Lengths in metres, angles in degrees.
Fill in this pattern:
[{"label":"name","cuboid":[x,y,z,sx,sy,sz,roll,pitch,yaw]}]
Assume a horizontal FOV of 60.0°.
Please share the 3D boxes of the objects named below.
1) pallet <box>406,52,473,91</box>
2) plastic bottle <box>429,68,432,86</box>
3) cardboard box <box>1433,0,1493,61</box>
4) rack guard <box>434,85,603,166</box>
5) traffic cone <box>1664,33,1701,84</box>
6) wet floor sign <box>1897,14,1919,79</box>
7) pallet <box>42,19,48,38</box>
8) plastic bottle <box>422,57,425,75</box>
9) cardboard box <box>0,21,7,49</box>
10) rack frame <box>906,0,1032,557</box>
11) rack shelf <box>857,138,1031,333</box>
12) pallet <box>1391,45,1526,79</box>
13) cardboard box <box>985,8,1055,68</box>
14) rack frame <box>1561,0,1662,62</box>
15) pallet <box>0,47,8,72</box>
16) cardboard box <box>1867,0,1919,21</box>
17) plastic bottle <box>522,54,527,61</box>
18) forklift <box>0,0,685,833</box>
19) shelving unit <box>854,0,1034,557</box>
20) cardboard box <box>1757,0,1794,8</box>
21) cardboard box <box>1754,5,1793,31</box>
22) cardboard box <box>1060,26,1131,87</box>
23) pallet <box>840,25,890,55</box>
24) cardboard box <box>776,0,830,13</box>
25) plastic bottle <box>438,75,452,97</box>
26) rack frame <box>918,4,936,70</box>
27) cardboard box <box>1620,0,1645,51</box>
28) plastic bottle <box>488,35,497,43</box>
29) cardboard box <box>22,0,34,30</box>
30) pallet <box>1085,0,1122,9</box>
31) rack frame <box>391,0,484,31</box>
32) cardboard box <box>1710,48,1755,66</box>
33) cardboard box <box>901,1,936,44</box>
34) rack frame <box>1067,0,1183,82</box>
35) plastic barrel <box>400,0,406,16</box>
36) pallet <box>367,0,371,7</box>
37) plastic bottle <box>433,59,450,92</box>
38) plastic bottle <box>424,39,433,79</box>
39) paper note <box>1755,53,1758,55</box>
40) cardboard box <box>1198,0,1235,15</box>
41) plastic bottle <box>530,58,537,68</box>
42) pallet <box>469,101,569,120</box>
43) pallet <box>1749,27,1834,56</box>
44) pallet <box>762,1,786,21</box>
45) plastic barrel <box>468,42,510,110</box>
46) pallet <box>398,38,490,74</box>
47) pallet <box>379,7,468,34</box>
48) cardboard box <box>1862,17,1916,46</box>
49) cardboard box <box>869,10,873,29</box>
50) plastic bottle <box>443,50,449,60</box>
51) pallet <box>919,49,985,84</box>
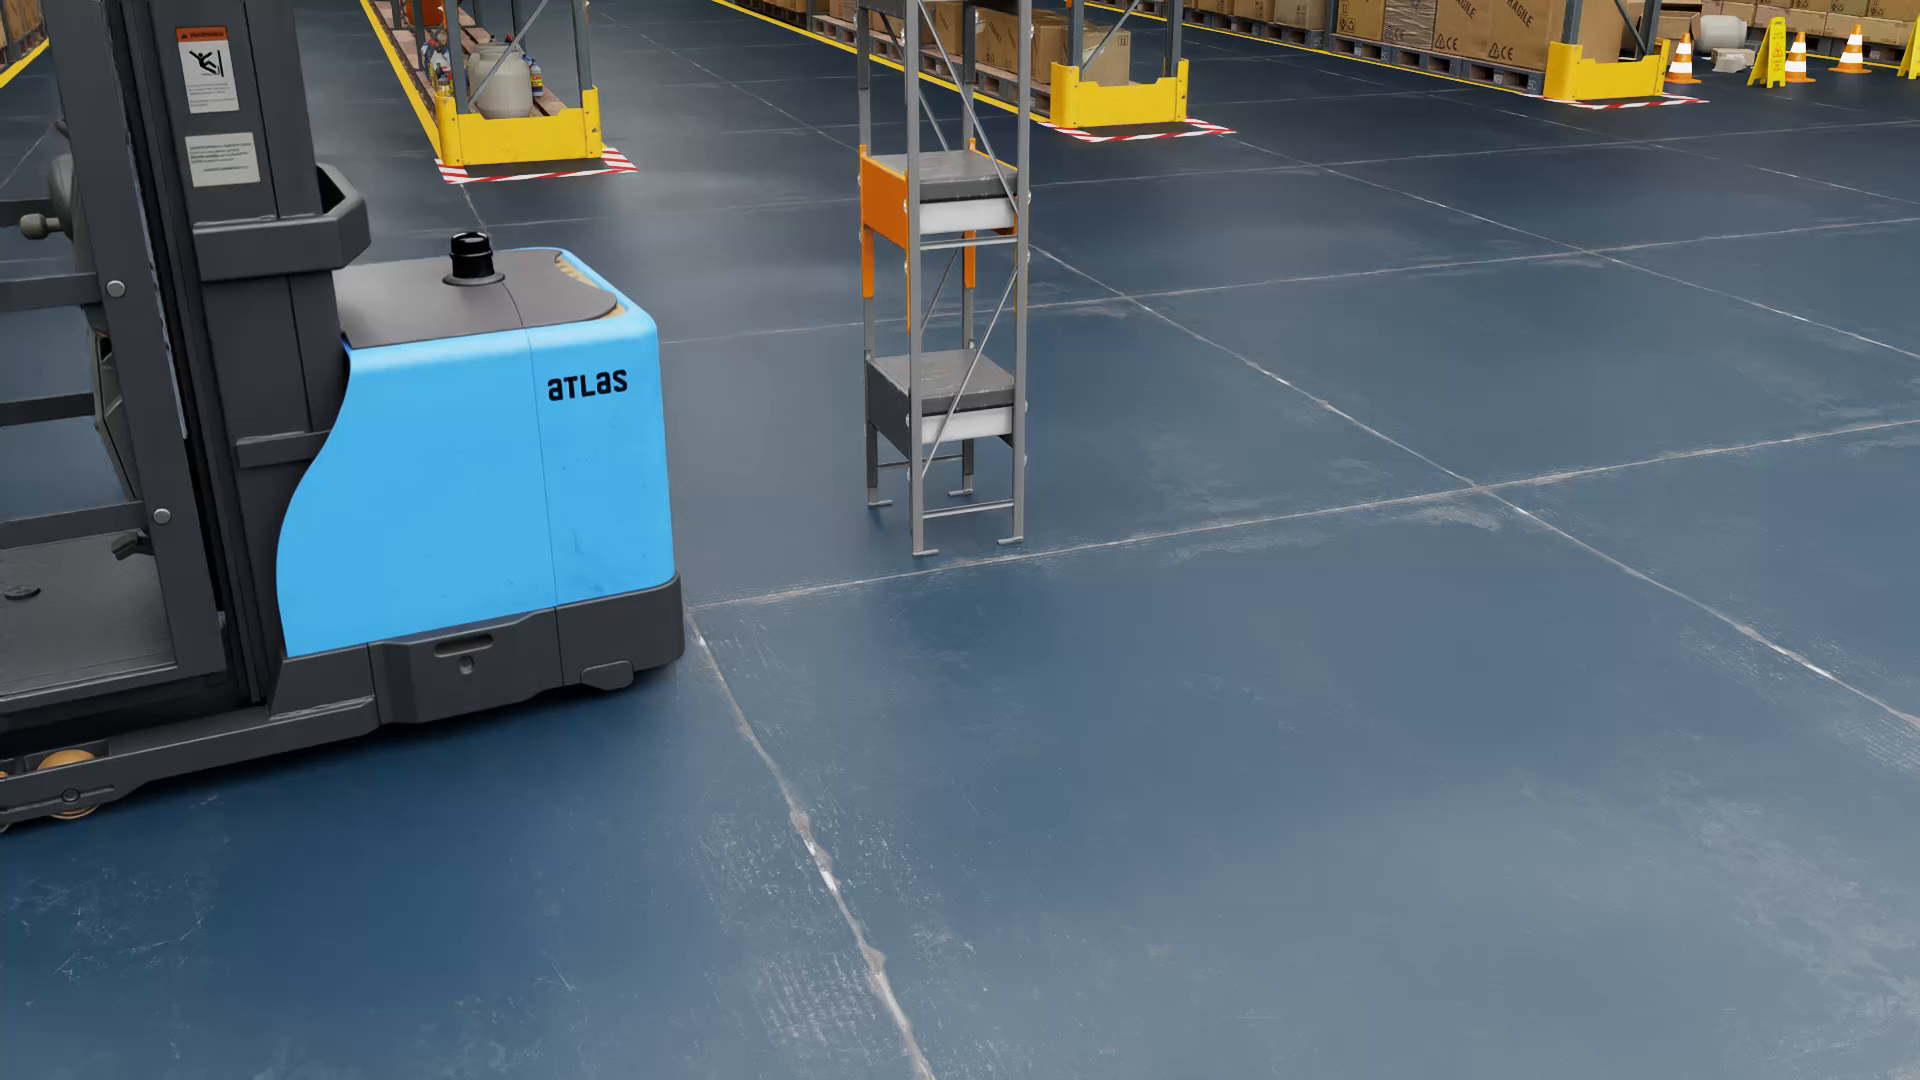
[{"label":"pallet","cuboid":[-4.977,-4.712,16.657,1.003,0.211,1.213,-8,24,-19]},{"label":"plastic bottle","cuboid":[-4.622,-4.105,14.664,0.097,0.201,0.097,0,23,0]},{"label":"cardboard box","cuboid":[5.445,-5.358,16.795,0.875,0.875,0.875,-9,24,-20]},{"label":"rack guard","cuboid":[-3.321,-3.133,12.539,1.175,0.500,0.348,-8,24,-19]},{"label":"traffic cone","cuboid":[7.200,-4.805,16.555,0.336,0.463,0.334,-8,24,-19]},{"label":"wet floor sign","cuboid":[9.720,-5.002,16.786,0.267,0.644,0.232,0,23,-1]},{"label":"pallet","cuboid":[-11.802,-6.370,20.591,1.003,0.211,1.213,-8,24,-19]},{"label":"plastic bottle","cuboid":[-4.925,-4.417,15.404,0.097,0.201,0.097,0,23,0]},{"label":"cardboard box","cuboid":[-10.298,-5.261,17.369,0.500,0.250,0.500,-8,24,-18]},{"label":"rack frame","cuboid":[0.028,-0.939,5.275,0.400,2.100,0.015,-8,24,-19]},{"label":"rack shelf","cuboid":[-0.058,-1.015,5.490,0.431,0.518,0.480,-8,24,-19]},{"label":"pallet","cuboid":[5.276,-5.024,17.398,1.003,0.211,1.213,-8,24,-19]},{"label":"cardboard box","cuboid":[0.576,-4.865,16.109,0.500,0.500,0.500,-11,25,-24]},{"label":"rack frame","cuboid":[6.059,-5.587,15.143,1.000,3.000,0.127,-8,24,-19]},{"label":"pallet","cuboid":[-10.458,-4.902,17.109,1.003,0.211,1.213,-8,24,-19]},{"label":"cardboard box","cuboid":[10.127,-5.830,17.754,0.500,0.500,0.500,-8,24,-19]},{"label":"plastic bottle","cuboid":[-3.827,-4.145,14.668,0.097,0.271,0.097,0,23,0]},{"label":"forklift","cuboid":[-2.347,-0.861,4.019,3.031,2.935,1.130,-11,25,-25]},{"label":"shelving unit","cuboid":[-0.058,-1.028,5.485,0.431,2.100,0.503,-8,24,-19]},{"label":"cardboard box","cuboid":[9.579,-6.395,19.095,0.500,0.500,0.500,-7,24,-16]},{"label":"cardboard box","cuboid":[9.586,-6.046,19.232,0.500,0.250,0.500,-9,24,-20]},{"label":"cardboard box","cuboid":[1.178,-4.214,14.563,0.500,0.500,0.500,-4,23,-9]},{"label":"pallet","cuboid":[-0.741,-5.838,19.329,1.003,0.211,1.213,-8,24,-19]},{"label":"cardboard box","cuboid":[-1.667,-7.318,21.445,1.225,0.875,0.875,-10,25,-21]},{"label":"plastic bottle","cuboid":[-4.309,-3.784,13.901,0.097,0.201,0.097,0,23,0]},{"label":"rack frame","cuboid":[-0.030,-6.396,17.064,1.000,3.000,0.127,-8,24,-19]},{"label":"cardboard box","cuboid":[7.327,-5.844,18.793,0.797,0.637,0.503,-8,24,-19]},{"label":"plastic bottle","cuboid":[-4.301,-4.484,15.372,0.144,0.351,0.185,-8,24,-19]},{"label":"cardboard box","cuboid":[-10.968,-6.120,19.059,0.500,0.500,0.500,-9,24,-20]},{"label":"pallet","cuboid":[2.531,-7.935,24.305,1.003,0.211,1.213,-8,24,-19]},{"label":"rack frame","cuboid":[-6.077,-7.170,18.899,1.000,3.000,0.127,-8,24,-19]},{"label":"cardboard box","cuboid":[8.302,-5.188,17.867,0.380,0.149,0.250,4,23,9]},{"label":"cardboard box","cuboid":[-0.227,-5.673,18.000,0.700,0.500,0.500,-10,25,-23]},{"label":"rack frame","cuboid":[1.383,-4.943,13.615,1.000,3.000,0.127,-8,24,-19]},{"label":"plastic barrel","cuboid":[-6.664,-6.838,20.676,0.600,0.588,0.708,-8,24,-19]},{"label":"pallet","cuboid":[-8.220,-8.044,24.564,1.003,0.211,1.213,-8,24,-19]},{"label":"plastic bottle","cuboid":[-4.422,-3.964,14.233,0.152,0.276,0.135,-9,24,-20]},{"label":"plastic bottle","cuboid":[-4.767,-4.348,15.049,0.144,0.351,0.185,-8,24,-18]},{"label":"paper note","cuboid":[8.918,-5.473,18.696,0.142,0.019,0.148,-18,29,-37]},{"label":"cardboard box","cuboid":[3.676,-7.099,21.088,1.050,0.750,0.750,-8,24,-18]},{"label":"plastic bottle","cuboid":[-3.662,-4.001,14.311,0.061,0.283,0.133,-8,24,-18]},{"label":"pallet","cuboid":[-3.603,-3.295,13.297,1.003,0.211,1.213,-8,24,-19]},{"label":"pallet","cuboid":[9.946,-5.788,19.210,1.003,0.211,1.213,-8,24,-19]},{"label":"pallet","cuboid":[-2.078,-7.304,22.808,1.003,0.211,1.213,-8,24,-19]},{"label":"plastic barrel","cuboid":[-3.732,-3.721,13.379,0.421,0.512,0.421,0,23,0]},{"label":"pallet","cuboid":[-5.412,-5.156,17.711,1.003,0.211,1.213,-8,24,-19]},{"label":"pallet","cuboid":[-6.821,-6.608,21.157,1.003,0.211,1.213,-8,24,-19]},{"label":"cardboard box","cuboid":[10.108,-5.494,17.924,0.500,0.250,0.500,-8,24,-19]},{"label":"cardboard box","cuboid":[-0.773,-6.255,19.380,0.700,0.500,0.500,-6,24,-15]},{"label":"plastic bottle","cuboid":[-4.602,-4.276,14.979,0.097,0.271,0.097,0,23,0]},{"label":"pallet","cuboid":[0.240,-4.872,17.038,1.003,0.211,1.213,-8,24,-19]}]
